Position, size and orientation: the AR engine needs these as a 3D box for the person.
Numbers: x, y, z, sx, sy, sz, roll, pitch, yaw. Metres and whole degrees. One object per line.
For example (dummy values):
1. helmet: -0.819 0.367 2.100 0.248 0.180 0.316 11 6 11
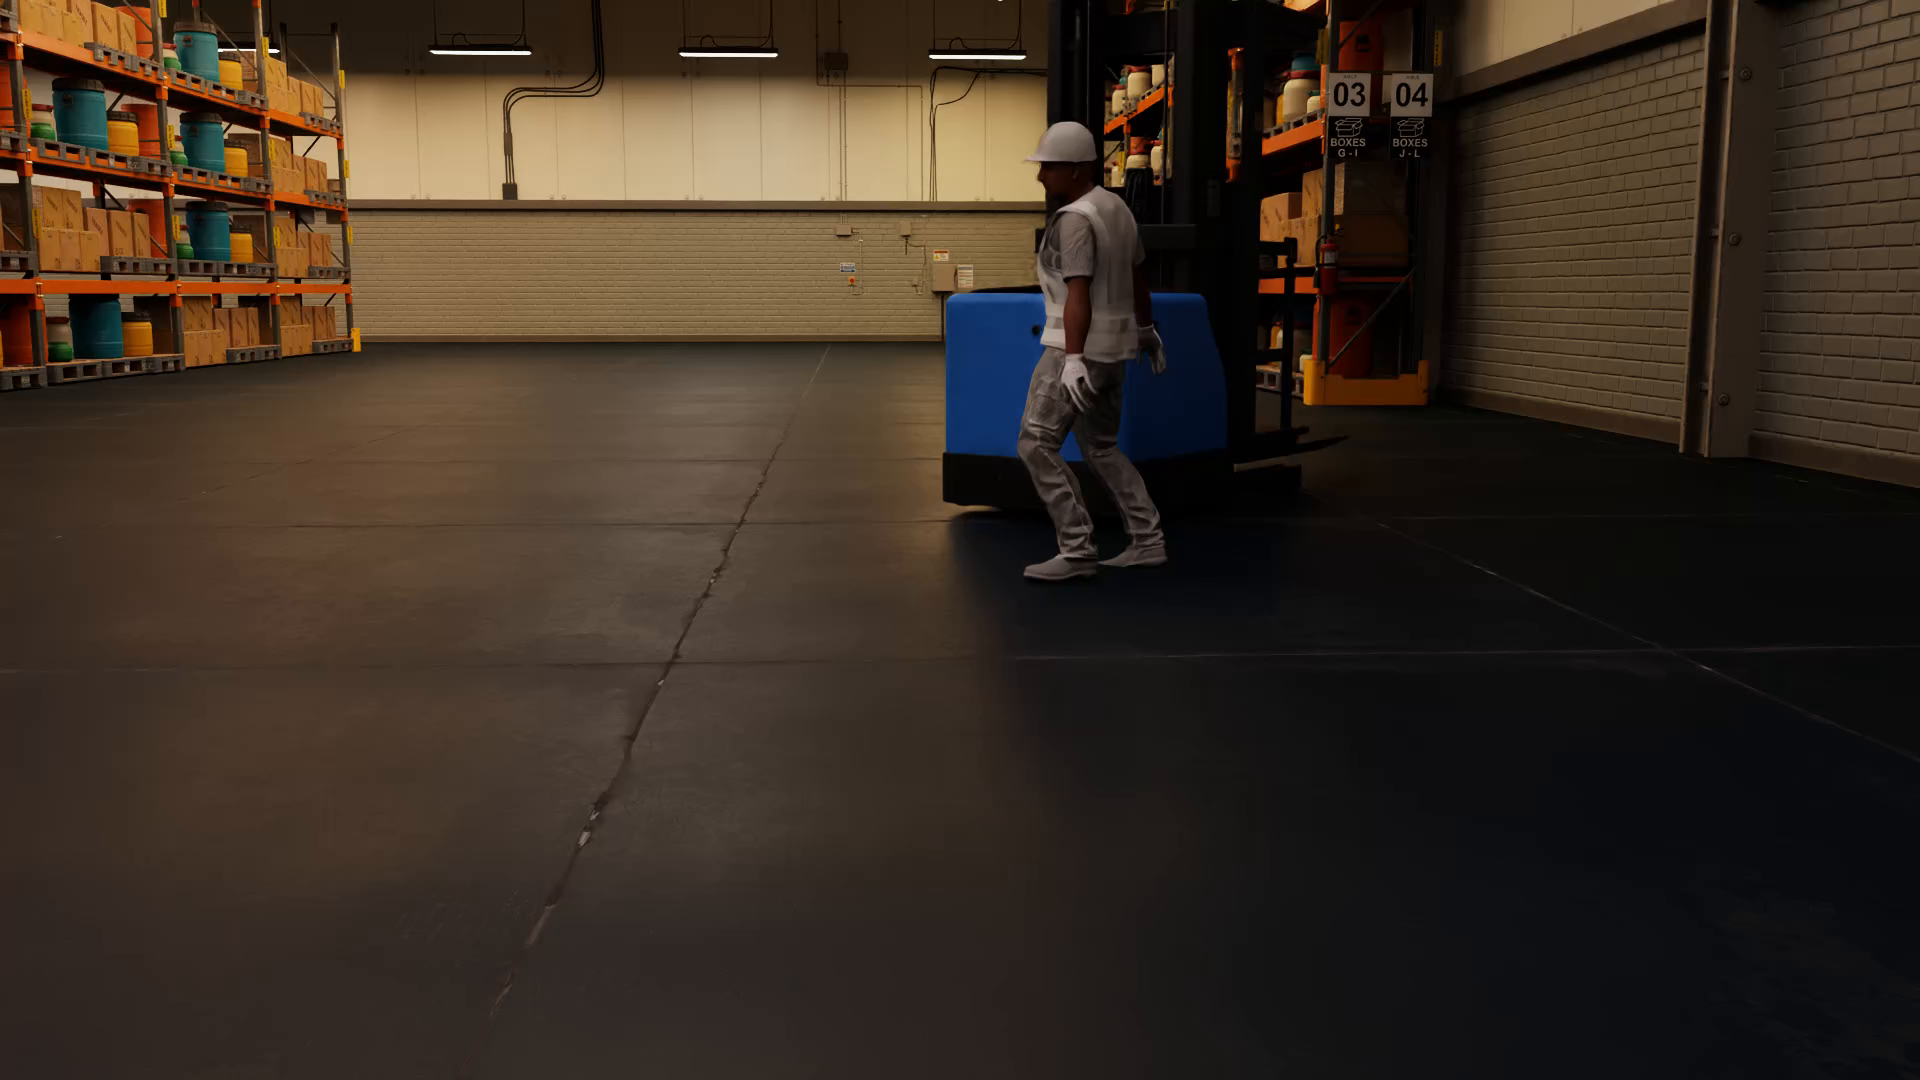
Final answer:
1. person: 0.543 -0.718 6.454 0.484 1.753 0.907 5 10 29

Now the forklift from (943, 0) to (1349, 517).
1. forklift: 1.184 -1.703 8.799 1.130 2.935 3.031 6 10 35
